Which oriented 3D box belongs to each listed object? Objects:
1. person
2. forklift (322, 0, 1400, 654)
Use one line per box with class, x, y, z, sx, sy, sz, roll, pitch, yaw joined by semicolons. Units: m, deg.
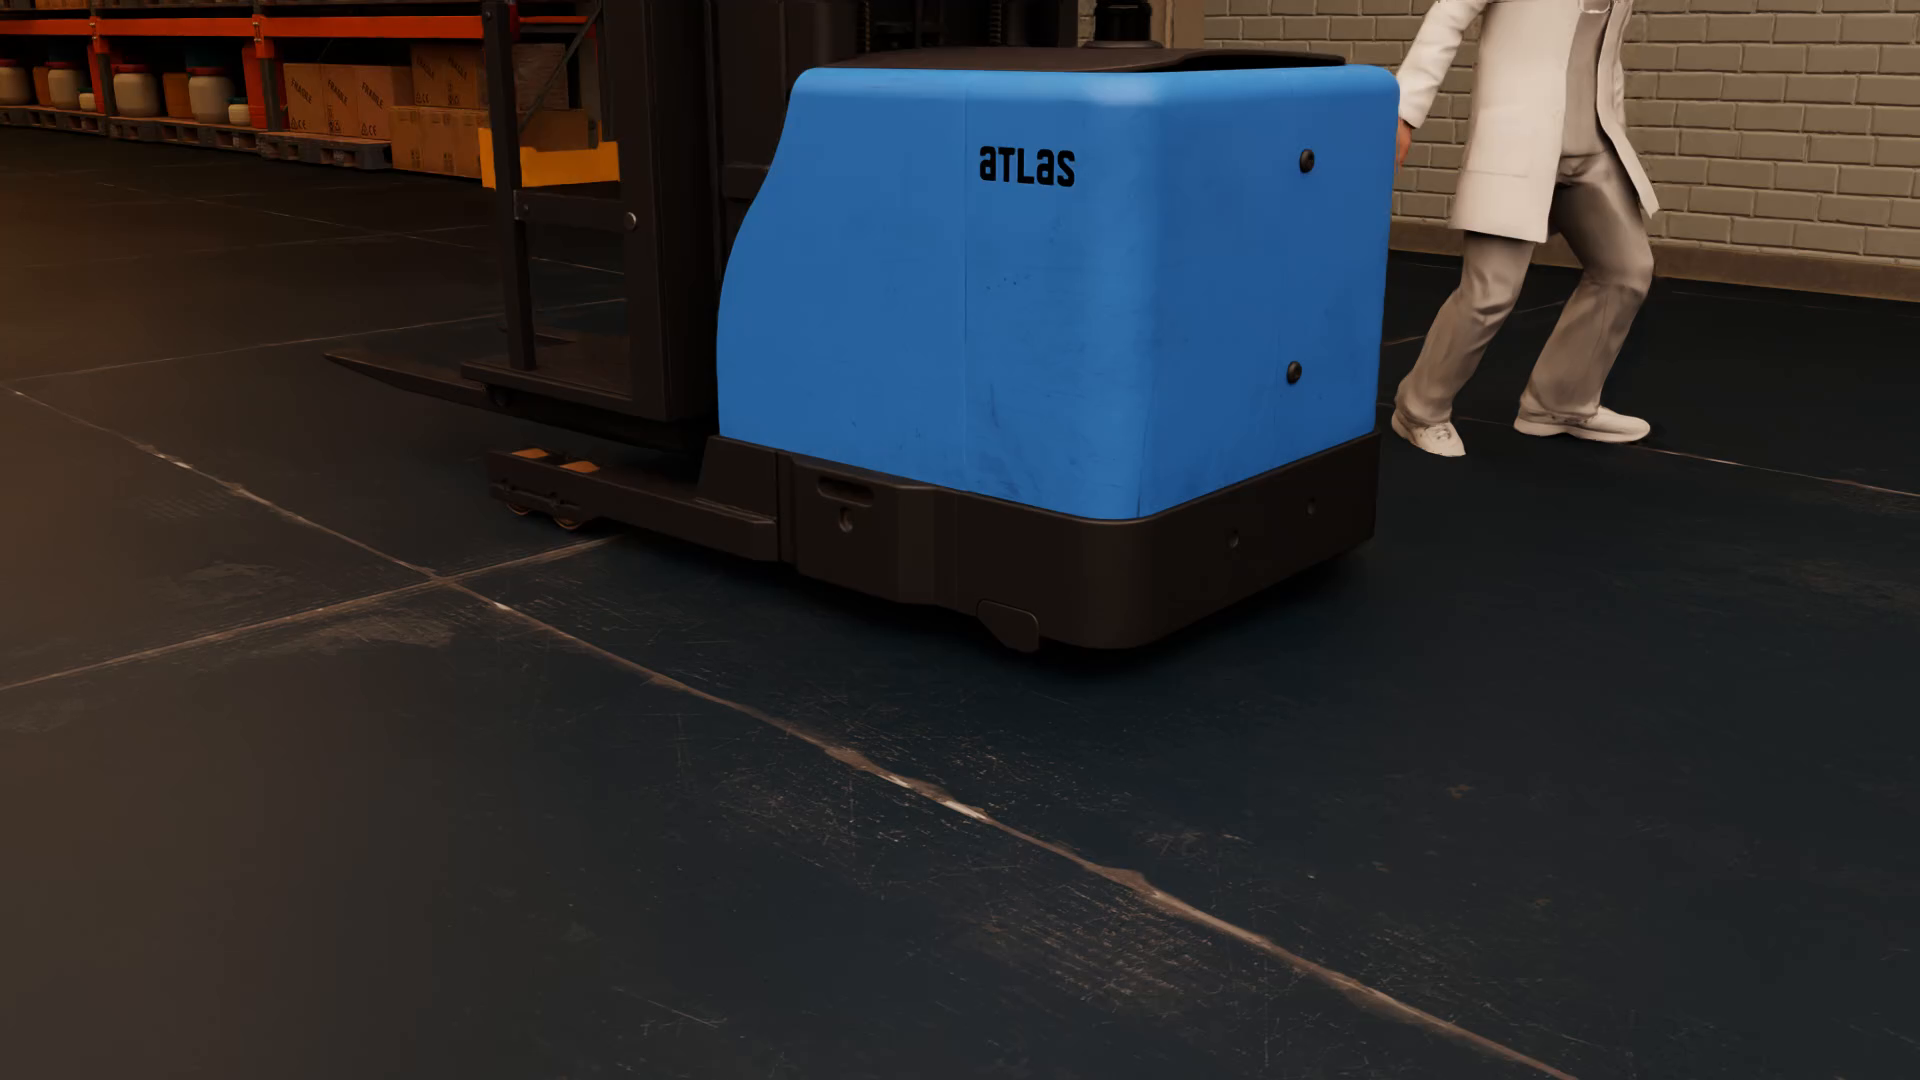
person;1.524;-1.062;4.530;0.908;1.758;0.551;-8;19;-23
forklift;-0.528;-1.527;3.874;3.031;2.935;1.130;14;22;38
